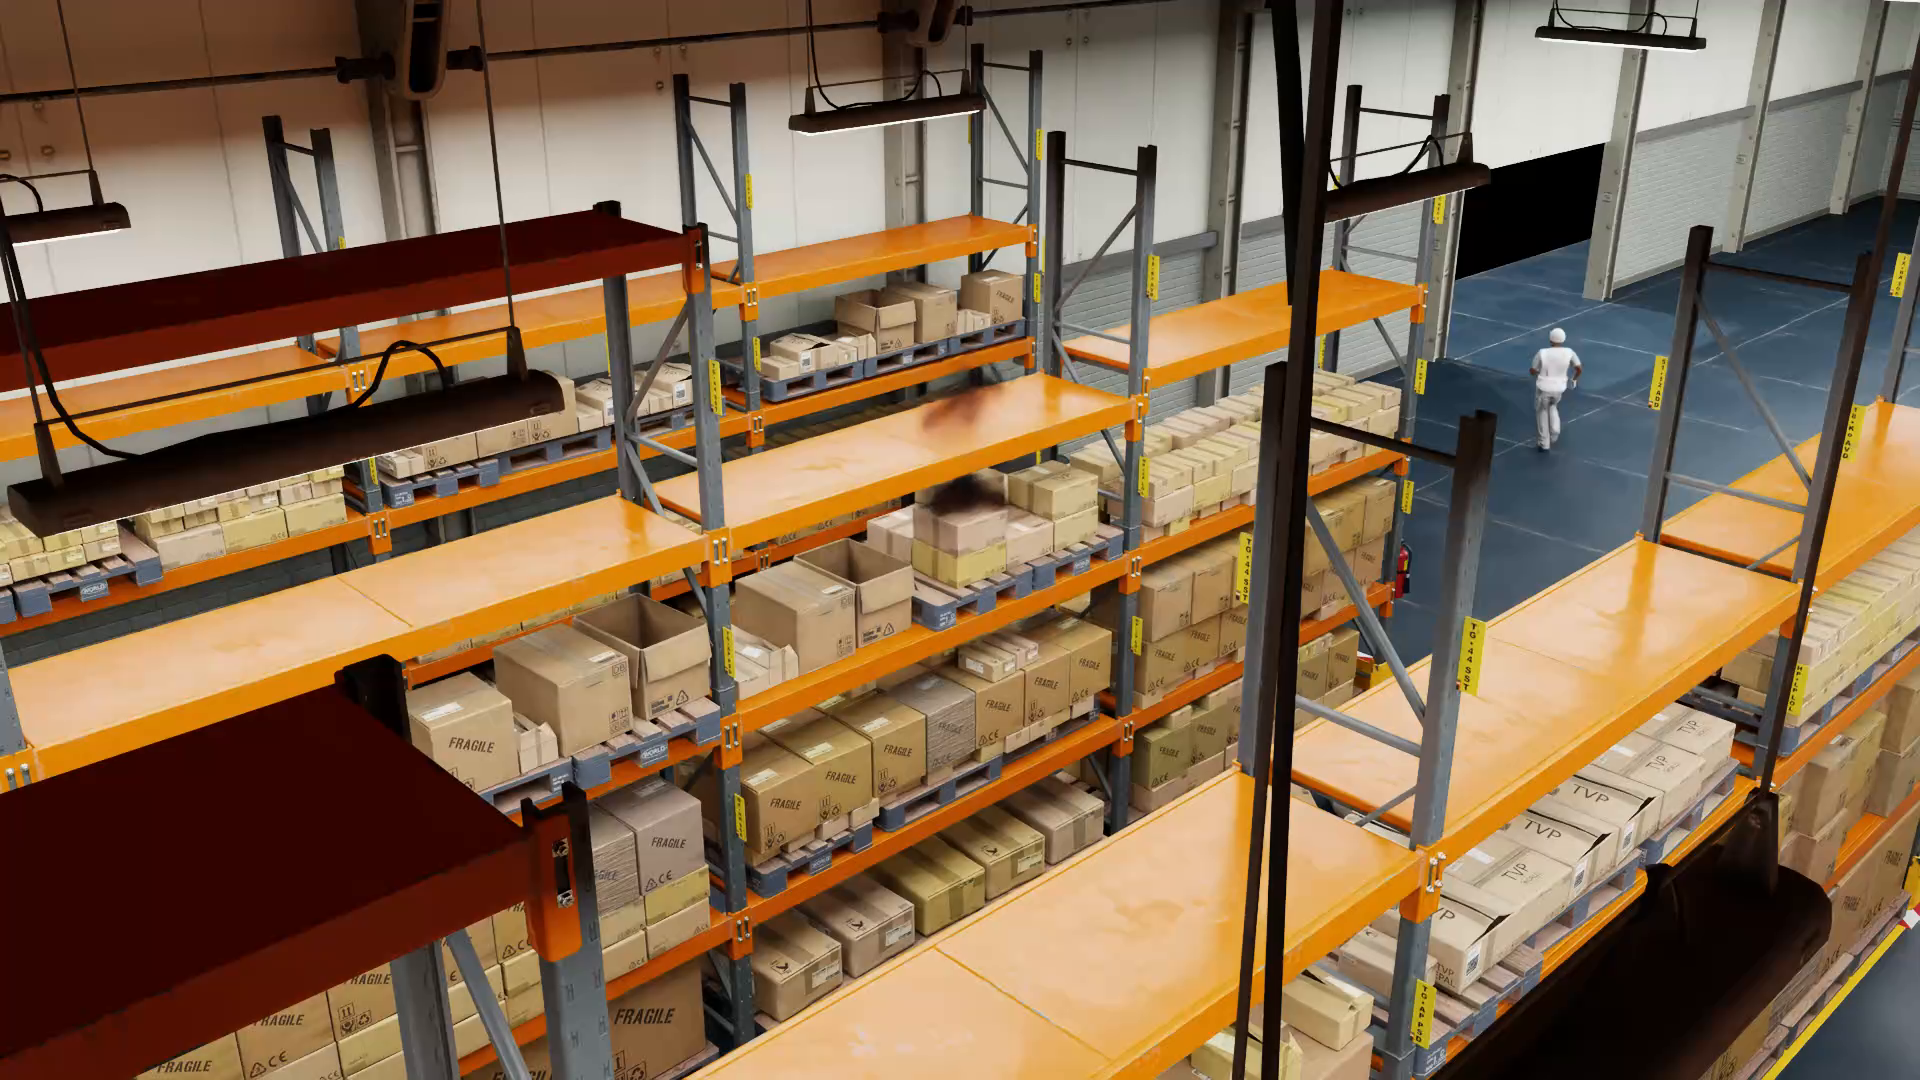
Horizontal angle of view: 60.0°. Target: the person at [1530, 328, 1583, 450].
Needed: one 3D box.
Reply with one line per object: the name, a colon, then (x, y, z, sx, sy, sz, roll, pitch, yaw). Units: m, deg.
person: (8.478, -2.212, 23.883, 0.668, 1.738, 0.634, 0, 22, 1)
